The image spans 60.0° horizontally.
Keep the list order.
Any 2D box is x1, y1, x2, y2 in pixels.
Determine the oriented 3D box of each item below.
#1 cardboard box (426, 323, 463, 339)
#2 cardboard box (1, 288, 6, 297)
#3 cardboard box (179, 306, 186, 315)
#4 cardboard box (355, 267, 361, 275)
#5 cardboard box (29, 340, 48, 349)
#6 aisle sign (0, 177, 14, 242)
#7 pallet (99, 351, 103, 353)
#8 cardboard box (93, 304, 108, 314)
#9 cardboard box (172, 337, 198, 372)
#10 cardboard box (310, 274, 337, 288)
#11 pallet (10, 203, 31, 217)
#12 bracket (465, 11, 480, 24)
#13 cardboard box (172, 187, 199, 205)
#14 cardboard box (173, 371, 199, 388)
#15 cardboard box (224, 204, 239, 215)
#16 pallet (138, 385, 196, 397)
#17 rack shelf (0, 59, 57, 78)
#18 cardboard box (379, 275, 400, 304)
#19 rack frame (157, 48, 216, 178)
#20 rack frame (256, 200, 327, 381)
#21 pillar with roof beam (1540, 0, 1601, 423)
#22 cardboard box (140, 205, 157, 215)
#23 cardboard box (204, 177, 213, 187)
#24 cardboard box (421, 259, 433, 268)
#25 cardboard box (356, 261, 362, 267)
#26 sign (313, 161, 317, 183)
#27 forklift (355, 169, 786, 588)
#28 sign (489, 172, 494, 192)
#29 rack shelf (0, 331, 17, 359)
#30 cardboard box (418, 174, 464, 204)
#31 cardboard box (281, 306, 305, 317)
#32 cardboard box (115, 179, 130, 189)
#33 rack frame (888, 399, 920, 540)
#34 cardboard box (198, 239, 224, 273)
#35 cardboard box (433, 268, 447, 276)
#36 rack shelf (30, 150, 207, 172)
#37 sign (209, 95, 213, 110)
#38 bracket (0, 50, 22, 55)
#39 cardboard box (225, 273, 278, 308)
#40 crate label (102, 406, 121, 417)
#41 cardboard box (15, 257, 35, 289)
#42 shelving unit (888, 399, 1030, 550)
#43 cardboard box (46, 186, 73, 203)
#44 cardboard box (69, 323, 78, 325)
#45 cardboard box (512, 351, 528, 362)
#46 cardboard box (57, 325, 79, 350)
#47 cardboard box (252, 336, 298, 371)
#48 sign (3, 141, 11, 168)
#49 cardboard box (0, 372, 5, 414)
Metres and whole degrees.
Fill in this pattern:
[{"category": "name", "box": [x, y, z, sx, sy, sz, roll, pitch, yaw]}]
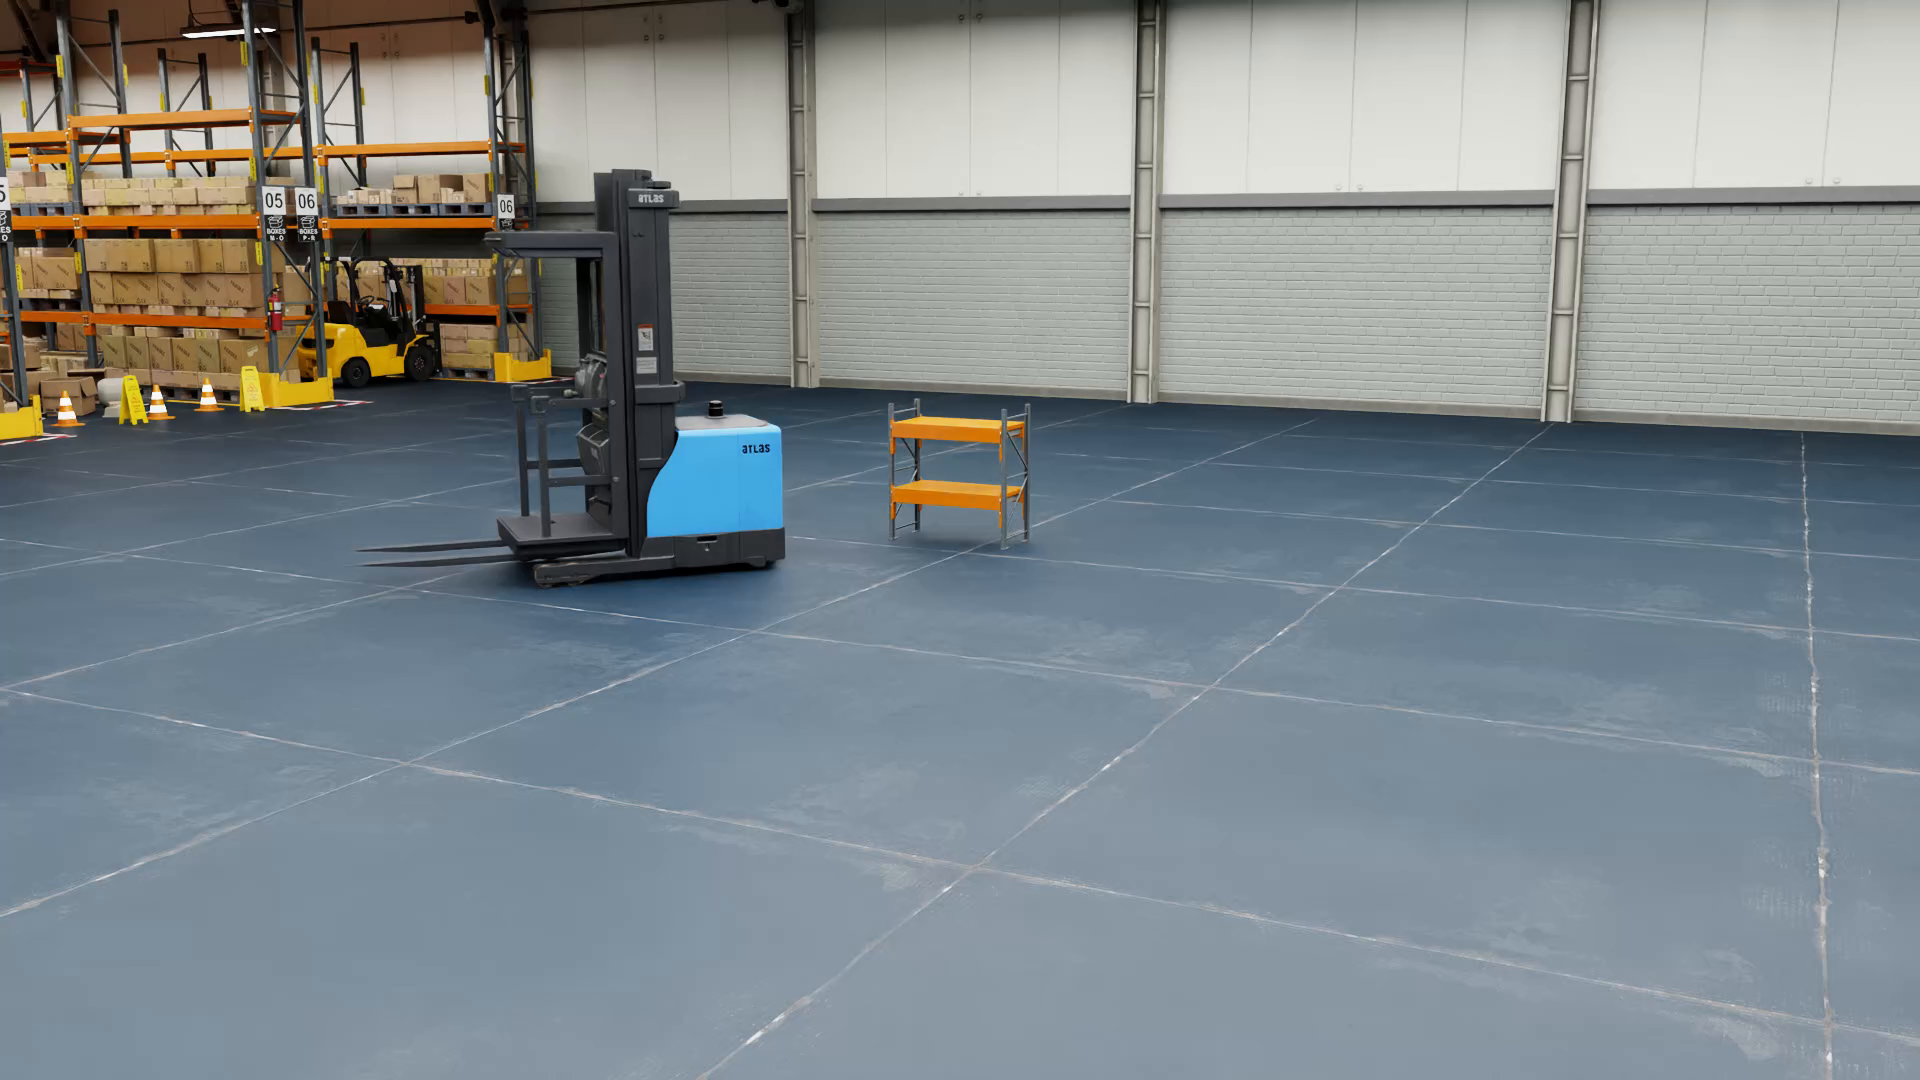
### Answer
[{"category": "cardboard box", "box": [-9.220, -3.736, 29.684, 0.500, 0.250, 0.500, 5, 11, 27]}, {"category": "cardboard box", "box": [-15.482, -4.056, 27.246, 0.250, 0.149, 0.380, 5, 12, 28]}, {"category": "cardboard box", "box": [-11.737, -3.529, 25.509, 0.250, 0.149, 0.380, 5, 11, 26]}, {"category": "cardboard box", "box": [-10.936, -4.923, 30.405, 0.250, 0.149, 0.380, 5, 12, 27]}, {"category": "cardboard box", "box": [-19.142, -4.073, 34.637, 0.250, 0.149, 0.380, 5, 11, 24]}, {"category": "aisle sign", "box": [-11.848, -4.056, 20.421, 0.004, 0.787, 0.394, 5, 11, 26]}, {"category": "pallet", "box": [-16.669, -3.746, 33.834, 1.213, 0.211, 1.003, 5, 11, 26]}, {"category": "cardboard box", "box": [-13.391, -3.649, 26.174, 0.250, 0.149, 0.380, 5, 11, 26]}, {"category": "cardboard box", "box": [-11.697, -2.859, 25.540, 0.500, 0.500, 0.500, 5, 11, 24]}, {"category": "cardboard box", "box": [-11.892, -4.812, 30.911, 0.500, 0.250, 0.500, 5, 11, 25]}, {"category": "pallet", "box": [-14.969, -5.379, 27.133, 1.003, 0.211, 1.213, 5, 11, 26]}, {"category": "bracket", "box": [-8.506, -9.224, 29.323, 0.430, 0.232, 0.235, 5, 11, 26]}, {"category": "cardboard box", "box": [-11.440, -5.159, 24.977, 0.500, 0.250, 0.500, 5, 12, 27]}, {"category": "cardboard box", "box": [-11.721, -2.490, 25.608, 0.500, 0.250, 0.500, 5, 11, 24]}, {"category": "cardboard box", "box": [-10.626, -4.884, 24.573, 0.250, 0.149, 0.380, 5, 11, 26]}, {"category": "pallet", "box": [-12.914, -2.429, 26.559, 1.213, 0.211, 1.003, 5, 11, 26]}, {"category": "rack shelf", "box": [-20.306, -9.663, 34.541, 4.000, 0.370, 1.077, 5, 11, 26]}, {"category": "cardboard box", "box": [-10.127, -4.536, 30.090, 0.500, 0.500, 0.500, 5, 11, 25]}, {"category": "rack frame", "box": [-14.926, -7.909, 32.161, 0.127, 3.000, 1.000, 5, 11, 26]}, {"category": "rack frame", "box": [-9.944, -3.533, 24.830, 0.127, 3.000, 1.000, 5, 11, 26]}, {"category": "pillar with roof beam", "box": [6.260, -5.371, 18.140, 0.400, 9.000, 9.100, 5, 11, 26]}, {"category": "cardboard box", "box": [-12.243, -5.022, 25.336, 0.250, 0.149, 0.380, 5, 11, 25]}, {"category": "cardboard box", "box": [-11.034, -5.329, 24.798, 0.250, 0.149, 0.380, 5, 11, 26]}, {"category": "cardboard box", "box": [-9.355, -4.920, 29.556, 0.250, 0.149, 0.380, 5, 12, 27]}, {"category": "cardboard box", "box": [-10.902, -5.080, 30.441, 0.250, 0.149, 0.380, 5, 11, 27]}, {"category": "sign", "box": [-9.704, -5.526, 24.964, 0.005, 0.325, 0.100, 5, 11, 26]}, {"category": "forklift", "box": [-2.887, -1.208, 12.177, 3.031, 2.935, 1.130, -4, 11, -23]}, {"category": "sign", "box": [-8.004, -6.114, 28.400, 0.005, 0.325, 0.100, 5, 11, 26]}, {"category": "rack shelf", "box": [-13.838, -2.538, 21.353, 4.000, 0.370, 1.077, 5, 11, 26]}, {"category": "cardboard box", "box": [-9.131, -6.200, 29.402, 0.500, 0.500, 0.700, 5, 11, 26]}, {"category": "cardboard box", "box": [-10.157, -3.470, 25.183, 0.250, 0.149, 0.380, 5, 11, 26]}, {"category": "cardboard box", "box": [-12.691, -5.453, 25.483, 0.250, 0.149, 0.380, 5, 11, 25]}, {"category": "rack frame", "box": [-0.462, -0.594, 13.854, 0.032, 1.125, 0.500, 5, 11, 26]}, {"category": "cardboard box", "box": [-10.950, -4.267, 24.963, 0.500, 0.500, 0.700, 5, 11, 26]}, {"category": "cardboard box", "box": [-9.112, -4.758, 29.494, 0.250, 0.149, 0.380, 5, 11, 24]}, {"category": "rack shelf", "box": [-16.719, -7.516, 33.131, 4.000, 0.370, 1.077, 5, 11, 26]}, {"category": "sign", "box": [-14.683, -8.535, 32.555, 0.005, 0.325, 0.100, 5, 11, 26]}, {"category": "bracket", "box": [-21.578, -10.373, 35.670, 4.783, 0.066, 0.076, 5, 11, 26]}, {"category": "cardboard box", "box": [-10.553, -3.728, 24.788, 0.500, 0.500, 0.500, 5, 11, 25]}, {"category": "crate label", "box": [-11.820, -1.801, 23.294, 0.298, 0.136, 0.250, -1, 10, -4]}, {"category": "cardboard box", "box": [-14.953, -4.331, 26.942, 0.500, 0.500, 0.500, 5, 12, 28]}, {"category": "shelving unit", "box": [-0.006, -0.554, 13.633, 1.048, 1.125, 0.538, 5, 11, 26]}, {"category": "cardboard box", "box": [-14.119, -5.480, 26.407, 0.500, 0.250, 0.500, 5, 11, 25]}, {"category": "cardboard box", "box": [-18.026, -4.488, 34.121, 0.250, 0.149, 0.380, 5, 11, 24]}, {"category": "cardboard box", "box": [-8.105, -3.250, 29.806, 0.500, 0.250, 0.500, 5, 11, 26]}, {"category": "cardboard box", "box": [-18.179, -4.175, 34.213, 0.500, 0.500, 0.500, 6, 12, 28]}, {"category": "cardboard box", "box": [-10.567, -2.865, 25.576, 0.500, 0.500, 0.500, 5, 11, 24]}, {"category": "sign", "box": [-11.793, -4.768, 20.553, 0.005, 0.325, 0.100, 5, 11, 26]}, {"category": "cardboard box", "box": [-12.681, -1.939, 20.807, 0.875, 0.875, 0.875, 5, 11, 26]}]
